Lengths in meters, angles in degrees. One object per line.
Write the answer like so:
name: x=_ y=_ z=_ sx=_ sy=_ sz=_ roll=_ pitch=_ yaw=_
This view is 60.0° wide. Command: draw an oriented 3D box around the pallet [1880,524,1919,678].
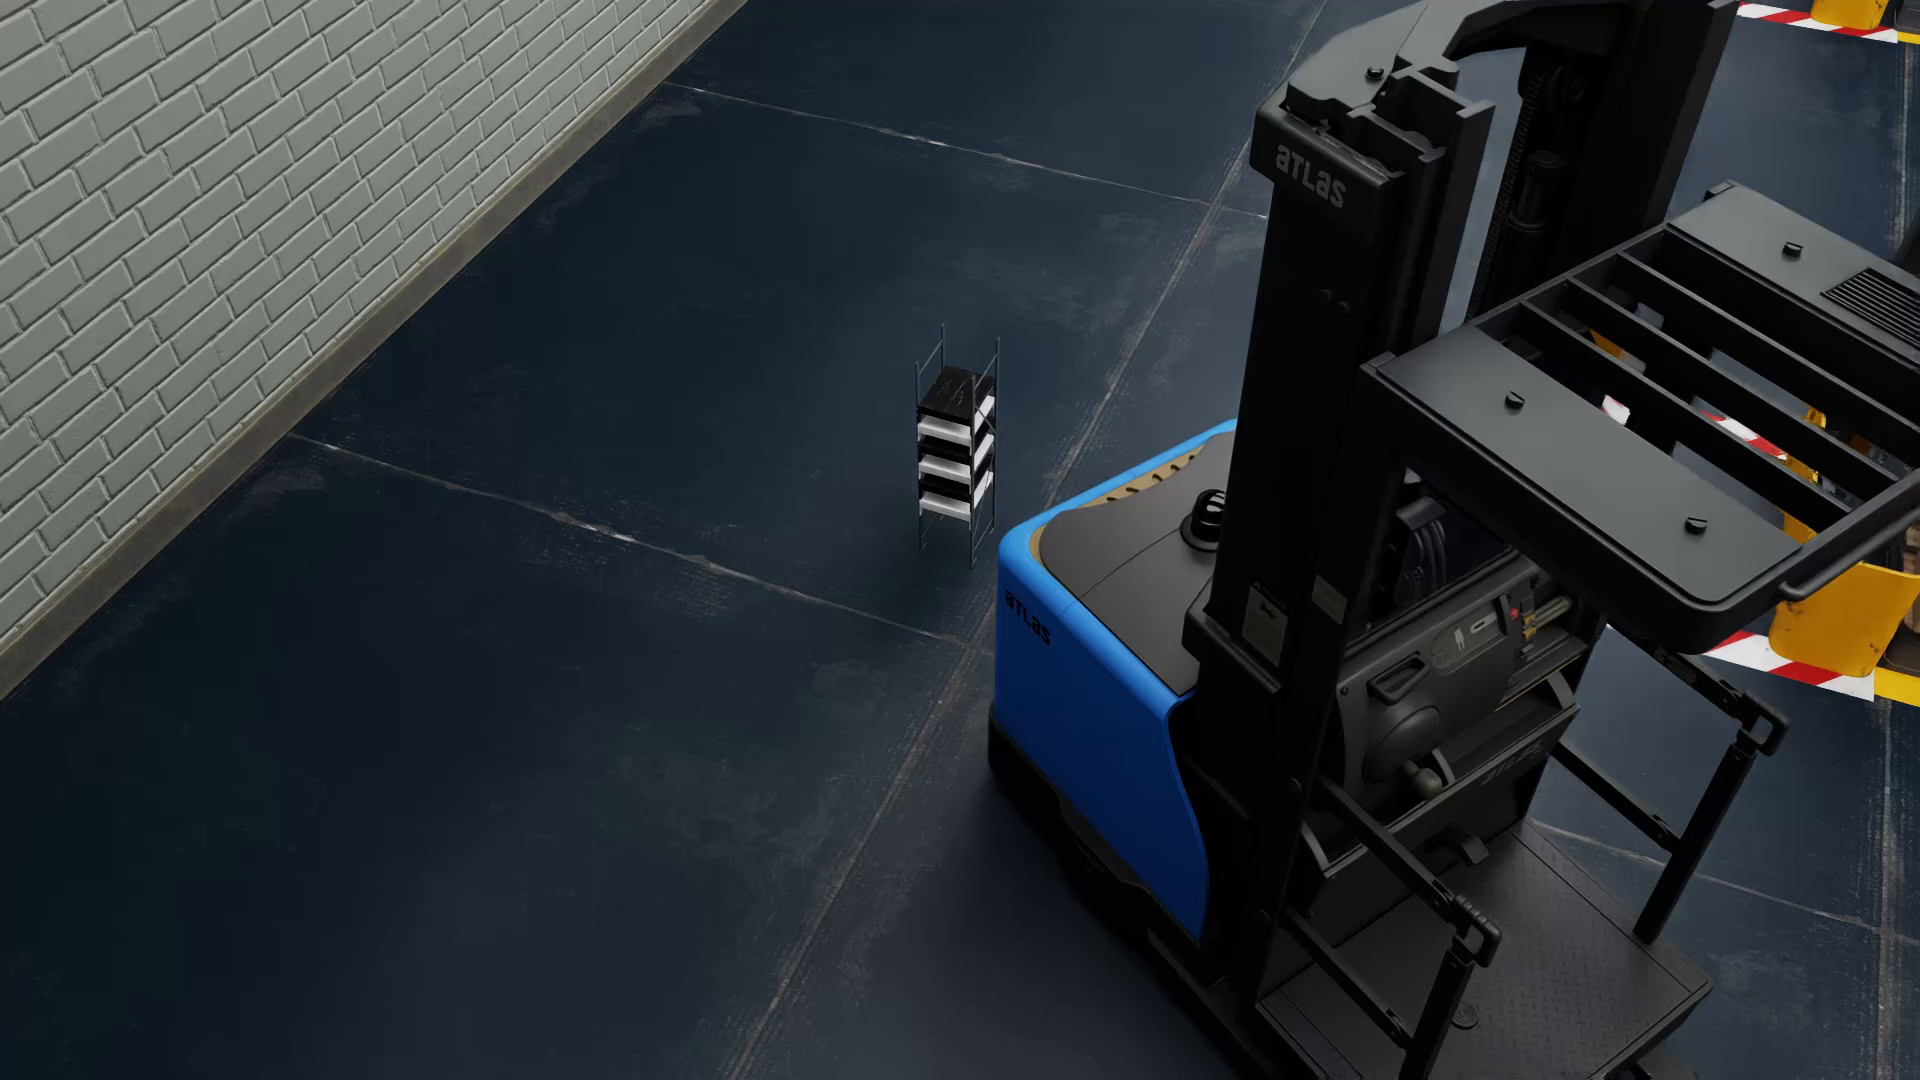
pallet: x=3.960 y=0.207 z=5.893 sx=1.213 sy=0.211 sz=1.003 roll=16 pitch=47 yaw=16

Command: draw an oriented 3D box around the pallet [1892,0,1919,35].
pallet: x=5.810 y=-3.004 z=9.120 sx=1.213 sy=0.211 sz=1.003 roll=16 pitch=47 yaw=16

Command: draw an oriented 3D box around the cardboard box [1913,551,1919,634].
cardboard box: x=3.408 y=0.174 z=5.658 sx=0.250 sy=0.149 sz=0.380 roll=16 pitch=47 yaw=16

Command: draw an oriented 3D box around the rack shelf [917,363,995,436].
rack shelf: x=-0.007 y=-0.489 z=5.768 sx=0.200 sy=0.077 sz=0.258 roll=16 pitch=47 yaw=16

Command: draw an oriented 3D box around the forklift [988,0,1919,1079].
forklift: x=1.349 y=0.366 z=3.804 sx=1.130 sy=2.935 sz=3.031 roll=-26 pitch=51 yaw=-24

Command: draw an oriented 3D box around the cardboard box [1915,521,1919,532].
cardboard box: x=3.750 y=-0.301 z=5.886 sx=0.500 sy=0.500 sz=0.500 roll=16 pitch=47 yaw=16

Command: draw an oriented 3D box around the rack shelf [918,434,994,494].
rack shelf: x=-0.007 y=-0.298 z=5.958 sx=0.200 sy=0.077 sz=0.258 roll=16 pitch=47 yaw=16

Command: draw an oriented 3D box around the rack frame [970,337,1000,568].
rack frame: x=0.086 y=-0.294 z=5.907 sx=0.006 sy=0.900 sz=0.240 roll=16 pitch=47 yaw=16

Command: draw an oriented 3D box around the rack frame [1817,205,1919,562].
rack frame: x=3.154 y=-1.018 z=5.147 sx=0.127 sy=3.000 sz=1.000 roll=16 pitch=47 yaw=16

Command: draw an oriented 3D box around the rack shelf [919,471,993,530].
rack shelf: x=-0.007 y=-0.170 z=6.085 sx=0.200 sy=0.077 sz=0.258 roll=16 pitch=47 yaw=16

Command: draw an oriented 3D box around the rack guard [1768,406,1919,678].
rack guard: x=3.224 y=-0.112 z=6.008 sx=0.348 sy=0.500 sz=1.175 roll=16 pitch=47 yaw=16

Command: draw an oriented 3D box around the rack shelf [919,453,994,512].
rack shelf: x=-0.007 y=-0.234 z=6.022 sx=0.200 sy=0.077 sz=0.258 roll=16 pitch=47 yaw=16

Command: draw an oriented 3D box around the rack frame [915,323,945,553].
rack frame: x=-0.101 y=-0.349 z=5.963 sx=0.006 sy=0.900 sz=0.240 roll=16 pitch=47 yaw=16

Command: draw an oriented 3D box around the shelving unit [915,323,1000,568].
shelving unit: x=-0.007 y=-0.321 z=5.935 sx=0.210 sy=0.900 sz=0.258 roll=16 pitch=47 yaw=16

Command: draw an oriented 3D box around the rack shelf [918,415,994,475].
rack shelf: x=-0.007 y=-0.361 z=5.895 sx=0.200 sy=0.077 sz=0.258 roll=16 pitch=47 yaw=16

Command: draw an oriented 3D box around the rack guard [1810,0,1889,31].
rack guard: x=5.037 y=-3.354 z=9.266 sx=0.348 sy=0.500 sz=1.175 roll=16 pitch=47 yaw=16

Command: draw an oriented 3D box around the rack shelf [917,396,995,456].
rack shelf: x=-0.007 y=-0.425 z=5.831 sx=0.200 sy=0.077 sz=0.258 roll=16 pitch=47 yaw=16
